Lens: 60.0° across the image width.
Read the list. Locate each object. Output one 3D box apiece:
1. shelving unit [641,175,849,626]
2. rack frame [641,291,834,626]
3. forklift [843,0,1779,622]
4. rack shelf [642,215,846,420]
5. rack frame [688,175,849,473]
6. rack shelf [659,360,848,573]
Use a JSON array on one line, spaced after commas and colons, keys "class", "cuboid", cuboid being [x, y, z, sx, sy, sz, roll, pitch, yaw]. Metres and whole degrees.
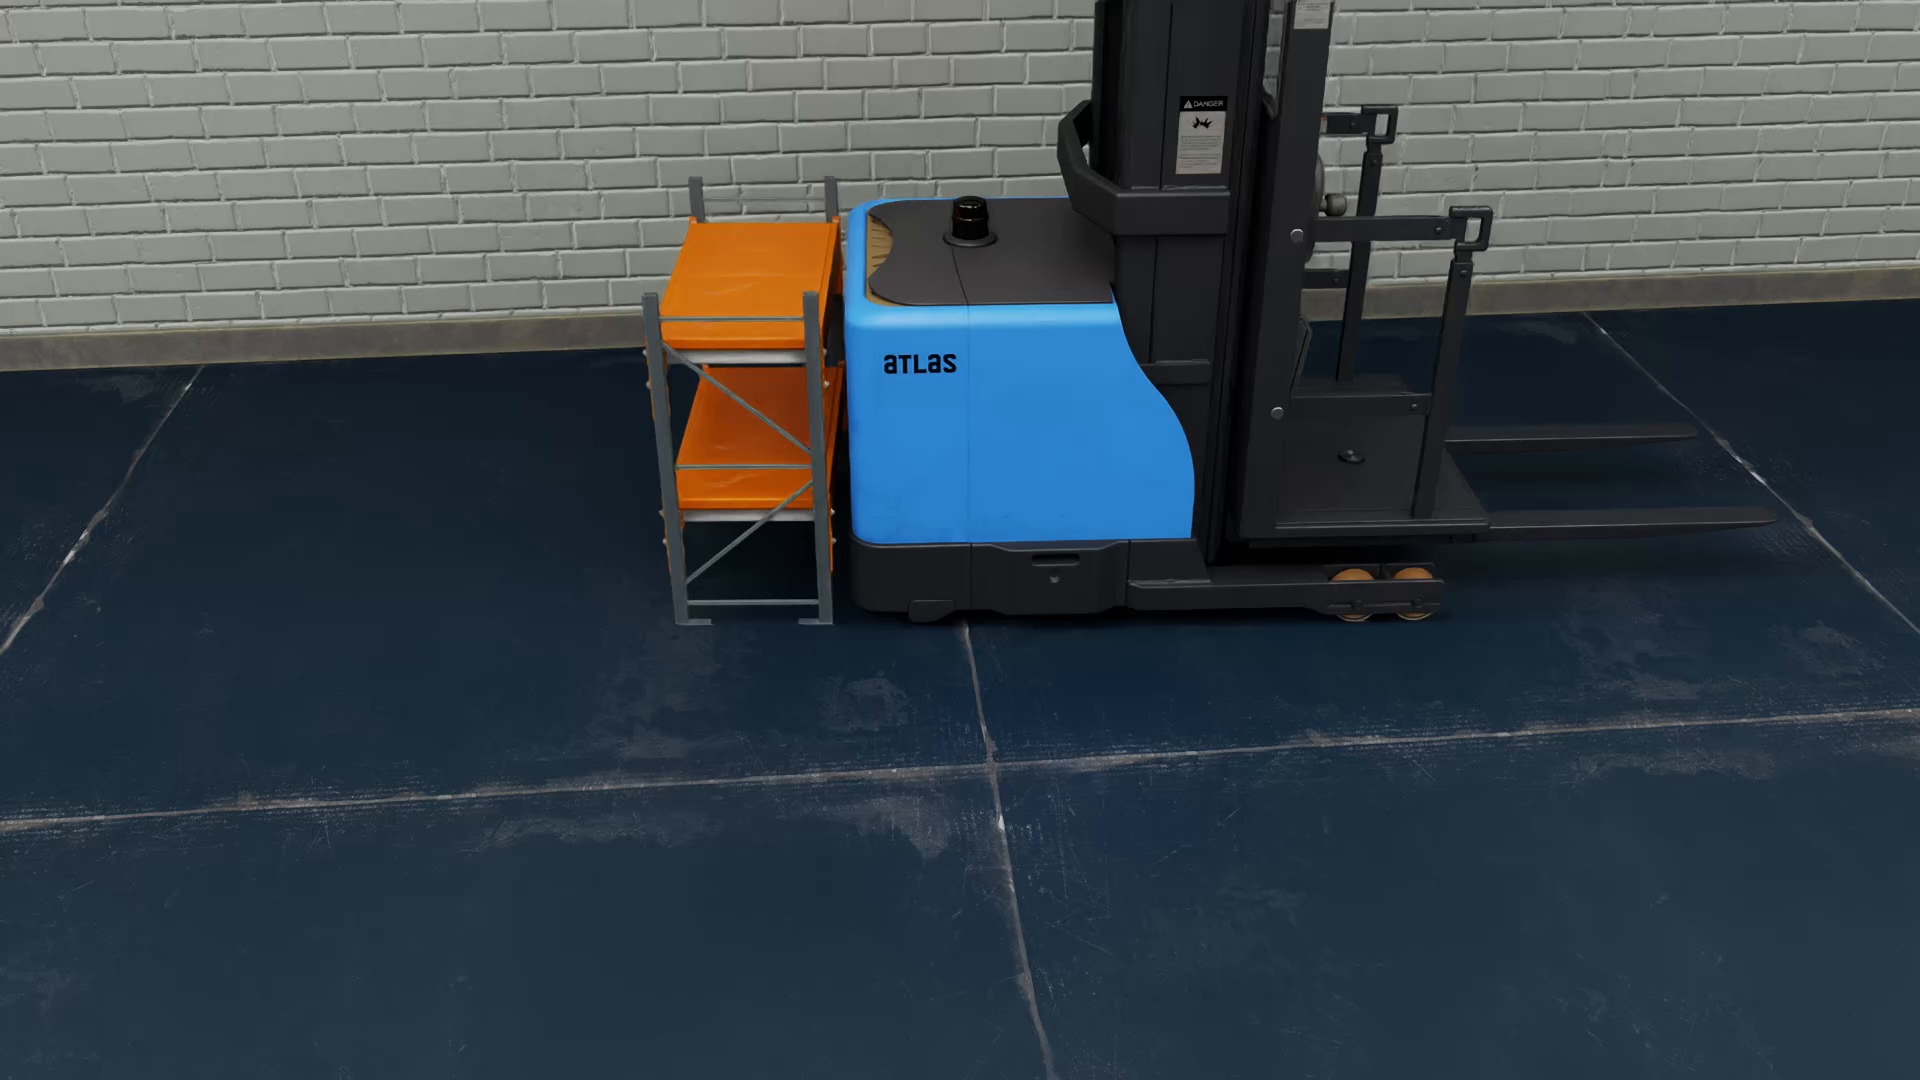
[{"class": "shelving unit", "cuboid": [-0.660, -0.479, 5.455, 0.538, 1.125, 1.048, 0, 31, 0]}, {"class": "rack frame", "cuboid": [-0.655, -0.218, 5.019, 0.500, 1.125, 0.032, 0, 31, 0]}, {"class": "forklift", "cuboid": [1.147, -1.269, 5.016, 3.031, 2.935, 1.130, -1, 31, -2]}, {"class": "rack shelf", "cuboid": [-0.660, -0.730, 5.305, 0.538, 0.278, 1.000, 0, 31, 0]}, {"class": "rack frame", "cuboid": [-0.665, -0.740, 5.891, 0.500, 1.125, 0.032, 0, 31, 0]}, {"class": "rack shelf", "cuboid": [-0.660, -0.269, 5.580, 0.538, 0.278, 1.000, 0, 31, 0]}]
